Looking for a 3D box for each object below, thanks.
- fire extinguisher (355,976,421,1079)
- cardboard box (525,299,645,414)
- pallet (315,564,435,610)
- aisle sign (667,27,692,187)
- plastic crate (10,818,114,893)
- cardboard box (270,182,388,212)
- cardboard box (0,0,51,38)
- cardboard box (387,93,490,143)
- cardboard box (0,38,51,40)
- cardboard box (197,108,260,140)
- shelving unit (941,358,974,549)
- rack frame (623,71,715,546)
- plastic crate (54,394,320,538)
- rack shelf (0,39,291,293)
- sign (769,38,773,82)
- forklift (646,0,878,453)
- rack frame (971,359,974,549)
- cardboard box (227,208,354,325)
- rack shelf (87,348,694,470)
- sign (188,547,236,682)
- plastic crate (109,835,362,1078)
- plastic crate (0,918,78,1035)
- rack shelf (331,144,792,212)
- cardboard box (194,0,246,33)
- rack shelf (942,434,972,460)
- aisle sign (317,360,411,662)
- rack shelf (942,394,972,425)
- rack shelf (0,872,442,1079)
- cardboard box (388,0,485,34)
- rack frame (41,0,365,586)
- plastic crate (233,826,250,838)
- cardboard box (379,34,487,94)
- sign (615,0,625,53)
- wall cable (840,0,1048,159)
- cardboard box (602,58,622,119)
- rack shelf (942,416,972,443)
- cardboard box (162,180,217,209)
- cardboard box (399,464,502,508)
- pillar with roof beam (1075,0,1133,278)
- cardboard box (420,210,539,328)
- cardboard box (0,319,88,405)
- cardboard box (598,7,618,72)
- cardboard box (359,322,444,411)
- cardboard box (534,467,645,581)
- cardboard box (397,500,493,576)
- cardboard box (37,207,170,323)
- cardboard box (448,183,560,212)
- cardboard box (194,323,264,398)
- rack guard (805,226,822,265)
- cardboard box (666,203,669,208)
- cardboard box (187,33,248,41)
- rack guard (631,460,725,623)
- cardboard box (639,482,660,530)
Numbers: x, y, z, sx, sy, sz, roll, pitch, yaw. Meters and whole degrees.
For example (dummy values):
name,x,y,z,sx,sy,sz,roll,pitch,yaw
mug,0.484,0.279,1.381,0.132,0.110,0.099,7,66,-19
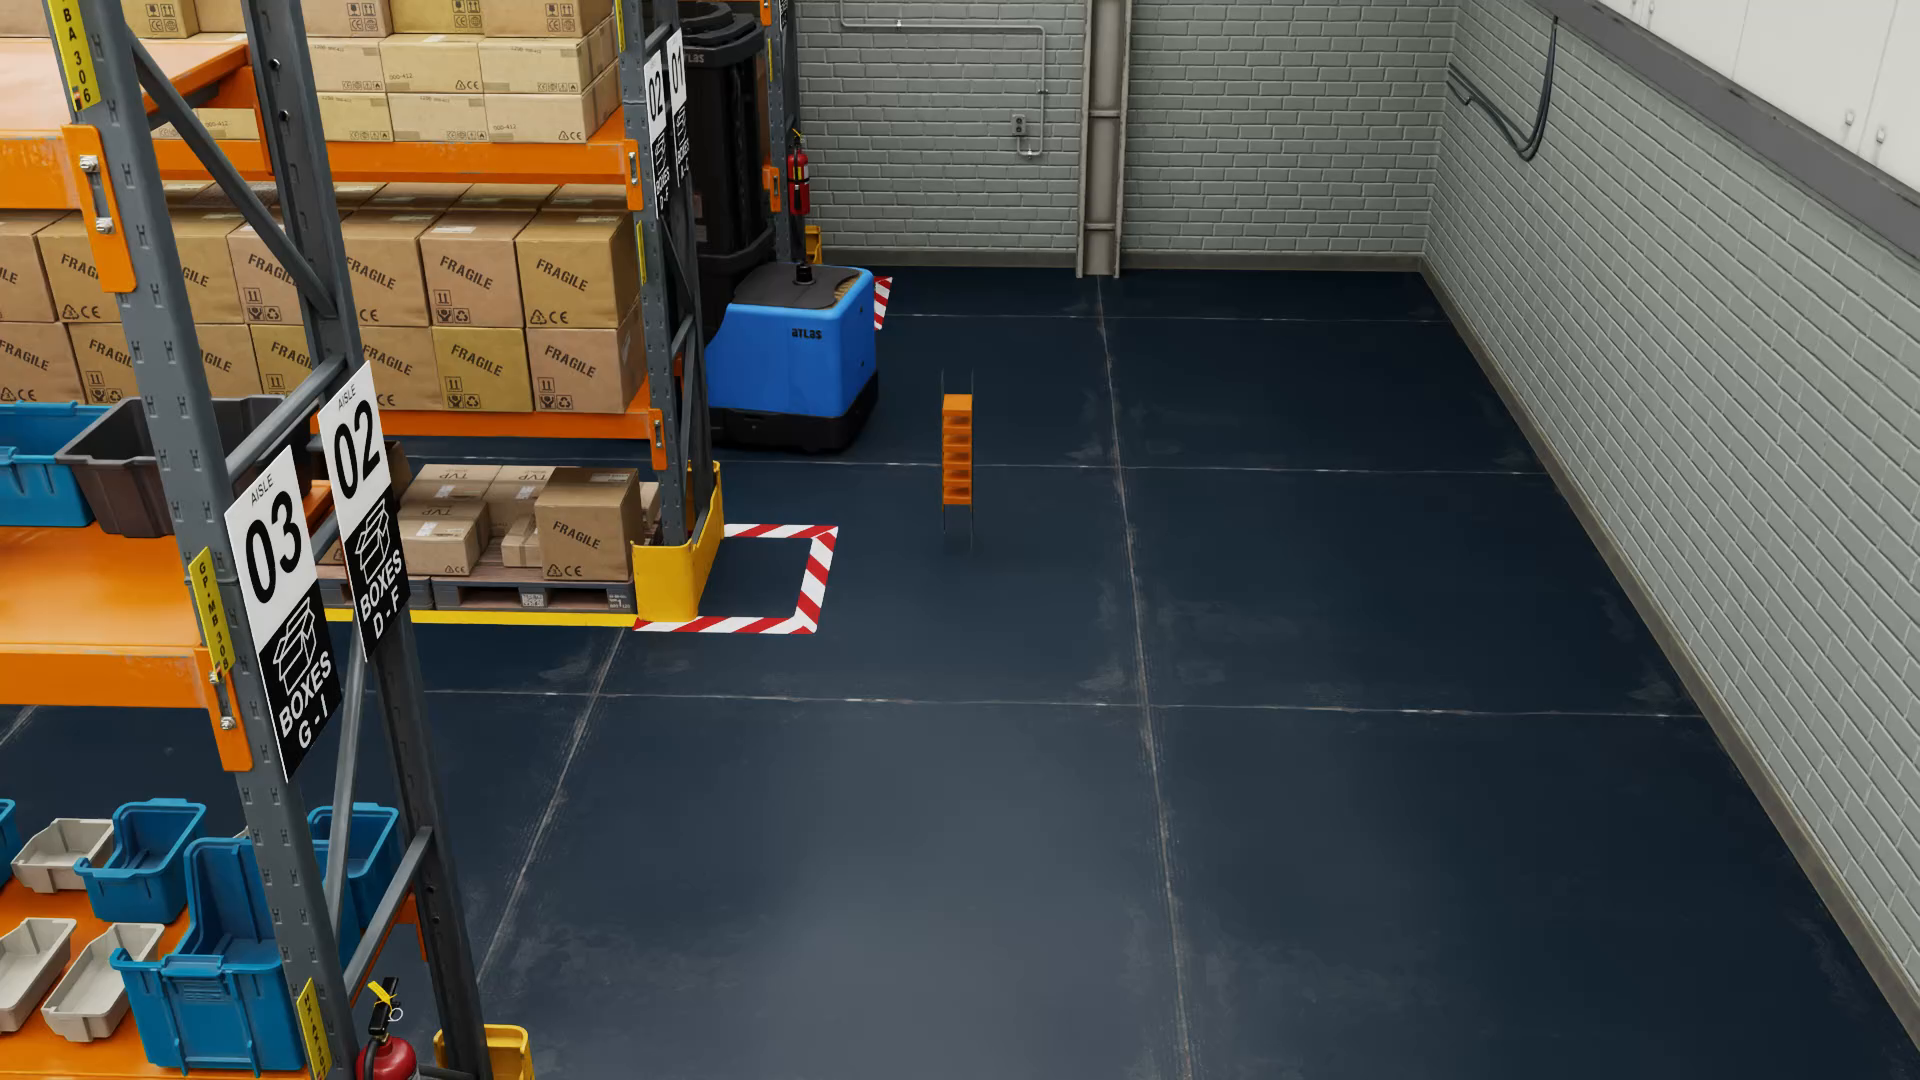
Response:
name,x,y,z,sx,sy,sz,roll,pitch,yaw
fire extinguisher,-1.677,1.618,4.902,0.183,0.674,0.296,1,28,2
cardboard box,-2.090,-1.039,9.326,0.500,0.500,0.500,2,28,3
pallet,-3.722,0.082,10.296,1.213,0.211,1.003,1,28,2
aisle sign,-1.555,-2.400,9.224,0.004,0.787,0.394,1,28,2
plastic crate,-3.042,1.080,5.653,0.298,0.136,0.250,1,28,2
cardboard box,-3.598,-1.755,9.610,0.500,0.500,0.500,1,28,1
cardboard box,-4.649,-2.928,8.618,0.500,0.500,0.700,1,28,2
cardboard box,-2.655,-2.273,8.717,0.500,0.250,0.500,1,28,2
cardboard box,-4.654,-2.529,8.668,0.500,0.250,0.500,1,28,2
cardboard box,-3.655,-2.290,8.751,0.500,0.250,0.500,1,28,2
shelving unit,-0.014,-0.530,10.395,0.189,1.200,0.258,1,28,2
rack frame,-1.633,-1.115,9.576,0.127,3.000,1.000,1,28,2
plastic crate,-2.187,-0.201,4.789,0.590,0.269,0.497,1,28,2
rack shelf,-3.811,-0.986,4.122,4.000,0.370,1.077,1,28,2
sign,-1.495,-3.796,13.145,0.005,0.325,0.100,1,28,2
forklift,-2.188,-2.258,11.806,3.031,2.935,1.130,6,29,11
rack frame,0.077,-0.529,10.392,0.006,1.200,0.240,1,28,2
cardboard box,-3.624,-1.502,9.133,0.500,0.500,0.500,2,28,3
rack shelf,-3.632,-0.830,9.807,4.000,0.370,1.077,1,28,2
sign,-1.815,0.182,4.038,0.005,0.325,0.100,1,28,2
plastic crate,-2.153,1.243,5.026,0.499,0.435,0.616,1,28,2
plastic crate,-2.922,1.353,5.138,0.243,0.136,0.396,1,28,2
rack shelf,-3.461,-3.149,14.181,4.000,0.370,1.077,1,28,2
cardboard box,-3.644,-2.985,8.727,0.500,0.500,0.700,1,28,2
rack shelf,-0.014,-0.597,10.359,0.180,0.103,0.258,1,28,2
aisle sign,-1.729,-0.083,4.854,0.004,0.787,0.394,1,28,2
rack shelf,-0.014,-0.809,10.247,0.180,0.103,0.258,1,28,2
rack shelf,-3.811,1.488,5.433,4.000,0.370,1.077,1,28,2
cardboard box,-2.644,-2.975,8.708,0.500,0.500,0.700,1,28,2
rack frame,-1.812,-1.447,3.797,0.127,3.000,1.000,1,28,2
plastic crate,-2.365,1.091,5.632,0.298,0.136,0.250,1,28,2
cardboard box,-2.655,-2.492,8.598,0.500,0.250,0.500,1,28,2
sign,-1.673,-2.572,8.177,0.005,0.325,0.100,1,28,2
wall cable,-0.149,-4.304,14.508,1.851,1.984,0.084,1,28,2
cardboard box,-2.138,-2.502,9.149,0.500,0.250,0.500,1,28,2
rack shelf,-0.014,-0.703,10.303,0.180,0.103,0.258,1,28,2
cardboard box,-4.604,-1.773,9.643,0.500,0.500,0.500,0,28,1
cardboard box,-3.166,-0.253,10.416,0.500,0.250,0.500,1,28,2
pillar with roof beam,1.115,-4.430,9.424,0.400,9.000,9.100,1,28,2
cardboard box,-2.593,-1.488,9.105,0.500,0.500,0.500,2,28,3
cardboard box,-5.131,-1.089,9.421,0.500,0.500,0.500,2,28,3
cardboard box,-2.137,-2.725,9.037,0.500,0.250,0.500,1,28,2
cardboard box,-3.107,-1.057,9.360,0.500,0.500,0.500,1,28,2
cardboard box,-2.185,-0.099,9.858,0.500,0.500,0.500,1,28,2
cardboard box,-3.134,-0.018,9.973,0.500,0.250,0.500,1,28,2
cardboard box,-4.654,-1.519,9.164,0.500,0.500,0.500,0,28,0
cardboard box,-2.590,-1.737,9.575,0.500,0.500,0.500,1,28,2
cardboard box,-4.119,-1.073,9.390,0.500,0.500,0.500,1,28,2
rack guard,-1.438,-2.329,14.535,0.348,0.500,1.175,1,28,2
cardboard box,-2.540,-2.866,14.407,0.250,0.149,0.380,1,28,2
cardboard box,-3.655,-2.507,8.627,0.500,0.250,0.500,1,28,2
rack guard,-1.709,-0.012,10.164,0.348,0.500,1.175,1,28,2
cardboard box,-2.040,-0.218,10.457,0.250,0.149,0.380,1,28,2
